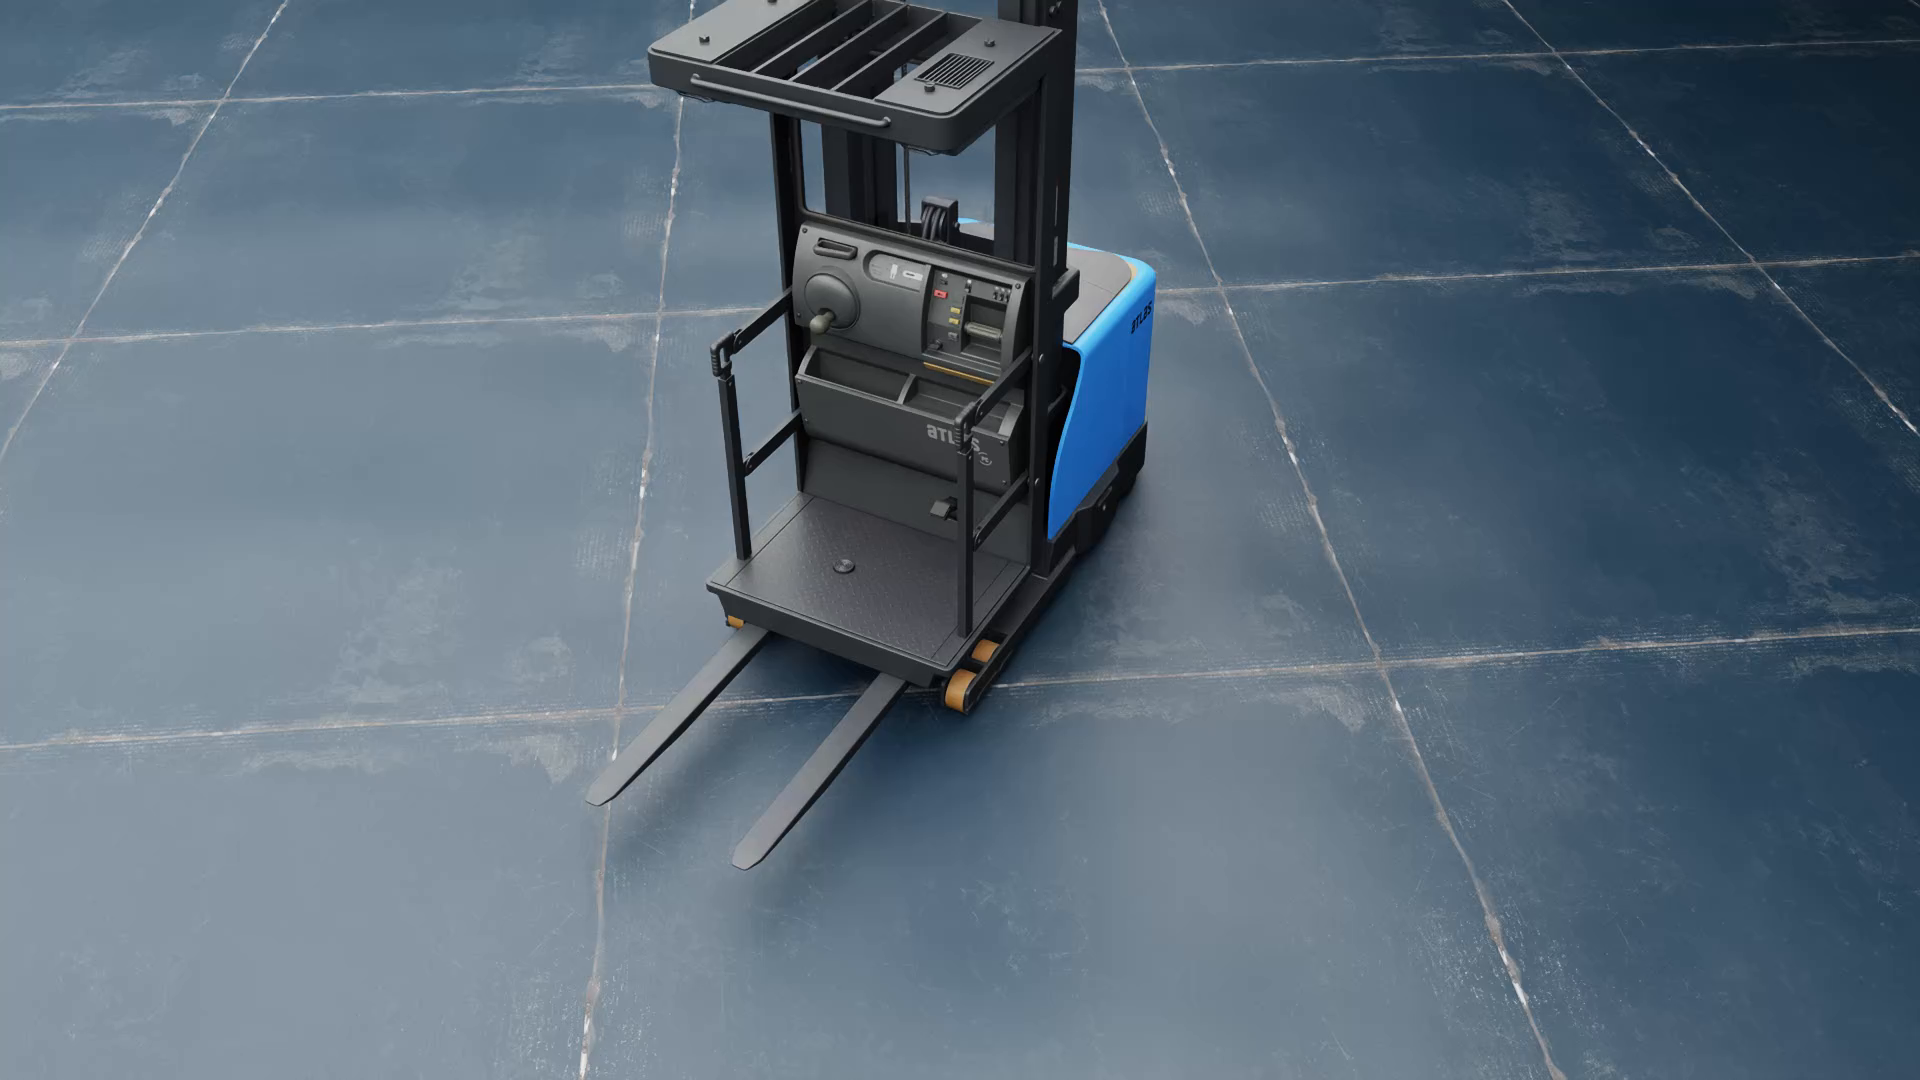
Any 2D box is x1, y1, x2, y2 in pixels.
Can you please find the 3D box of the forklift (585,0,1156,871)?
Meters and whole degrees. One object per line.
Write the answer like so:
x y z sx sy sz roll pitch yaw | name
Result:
-0.295 -0.807 5.907 1.130 2.935 3.031 18 42 22 | forklift

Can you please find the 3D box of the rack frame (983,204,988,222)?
0.153 -1.040 7.721 0.008 1.050 0.200 -17 42 -21 | rack frame

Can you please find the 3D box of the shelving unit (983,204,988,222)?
0.262 -1.075 7.764 0.252 1.050 0.215 -17 42 -21 | shelving unit
